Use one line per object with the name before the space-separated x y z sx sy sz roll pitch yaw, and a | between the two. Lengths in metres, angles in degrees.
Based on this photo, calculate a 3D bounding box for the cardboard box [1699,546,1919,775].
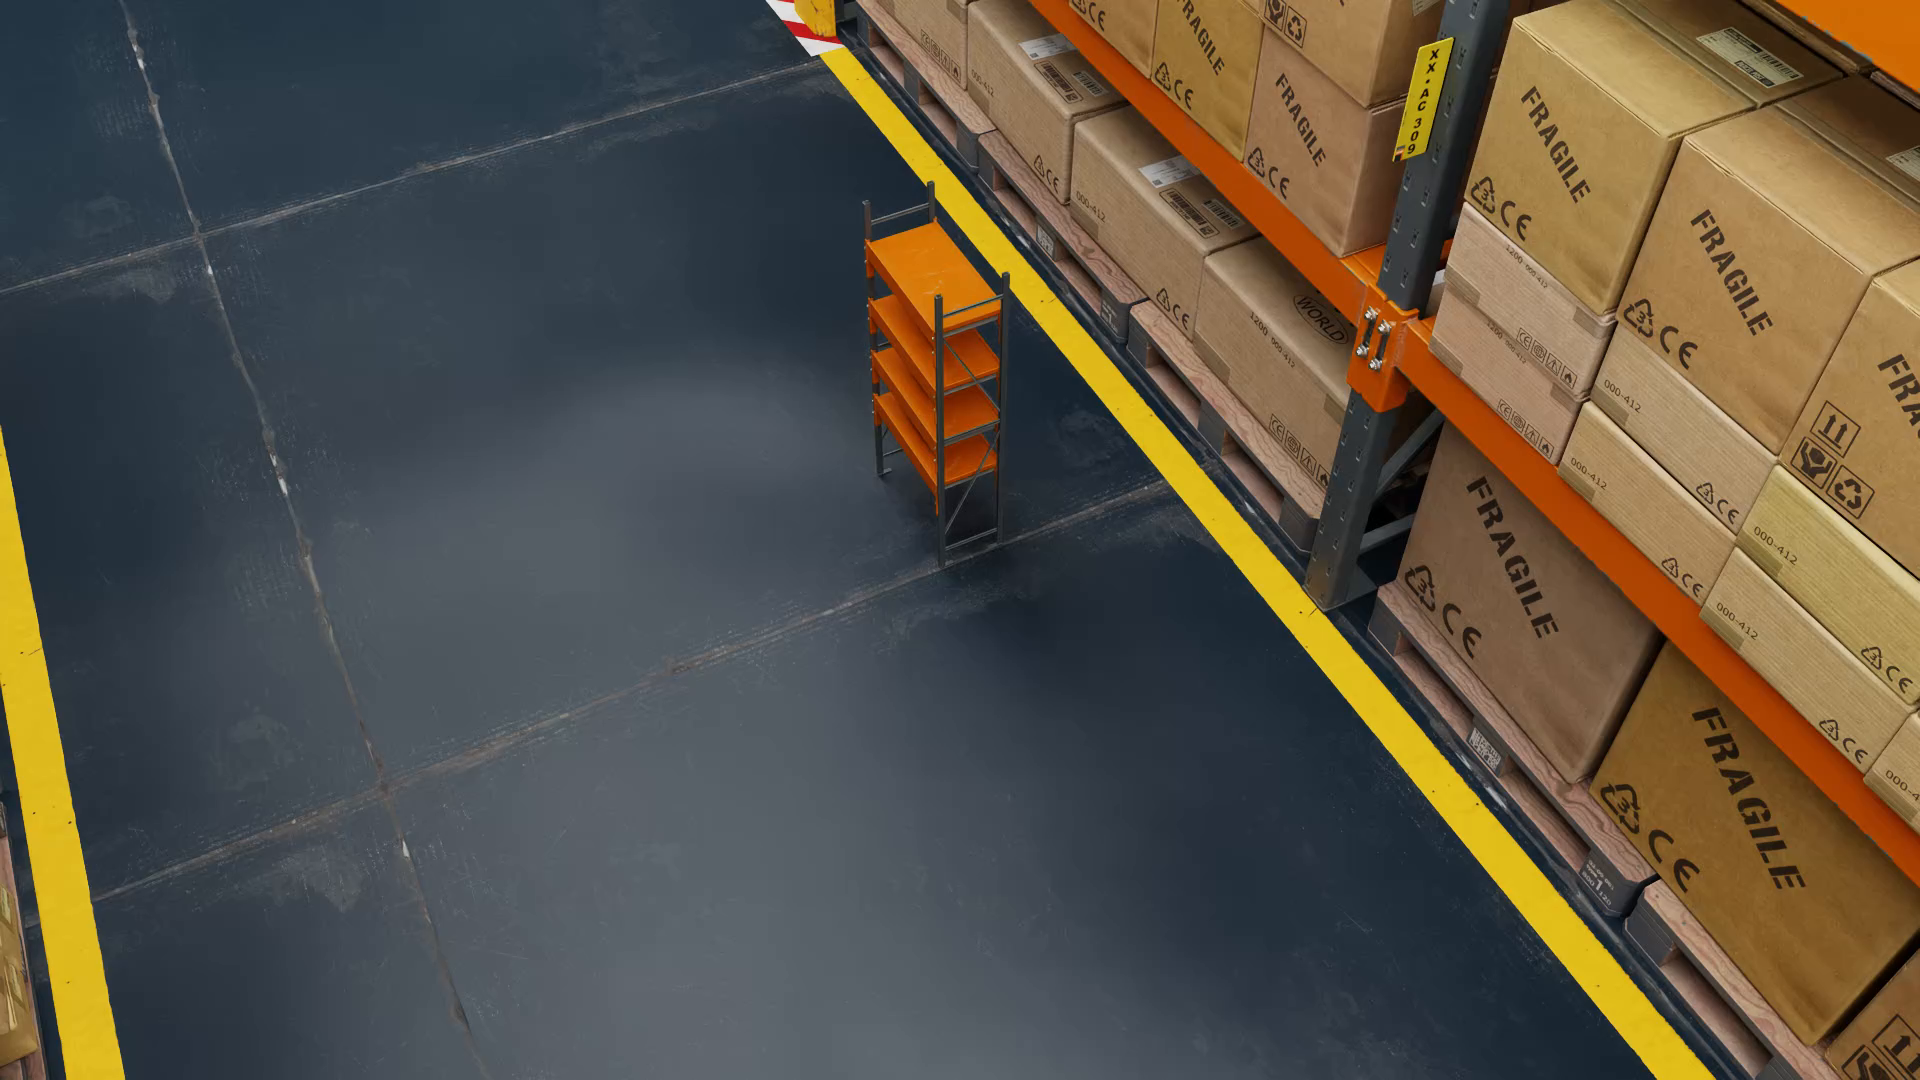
cardboard box | 2.049 0.176 3.703 0.500 0.250 0.500 -22 52 -18

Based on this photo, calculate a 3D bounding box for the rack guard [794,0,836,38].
rack guard | -0.218 -2.824 7.888 1.175 0.500 0.348 -21 52 -18

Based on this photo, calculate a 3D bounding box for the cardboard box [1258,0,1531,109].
cardboard box | 1.162 -1.536 4.370 0.500 0.500 0.500 -22 52 -18

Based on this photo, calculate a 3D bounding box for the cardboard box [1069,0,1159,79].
cardboard box | 0.701 -1.883 5.337 0.500 0.500 0.500 -22 52 -18

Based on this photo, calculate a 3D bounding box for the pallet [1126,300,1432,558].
pallet | 1.345 -0.571 6.110 1.003 0.211 1.213 -21 52 -18

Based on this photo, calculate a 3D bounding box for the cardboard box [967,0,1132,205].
cardboard box | 0.611 -1.909 6.850 0.875 0.438 0.875 -20 52 -17

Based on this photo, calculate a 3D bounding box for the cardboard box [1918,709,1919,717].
cardboard box | 2.278 0.347 3.221 0.500 0.250 0.500 -23 53 -19

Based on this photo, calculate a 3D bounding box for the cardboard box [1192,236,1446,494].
cardboard box | 1.432 -0.705 5.797 0.875 0.438 0.875 -22 52 -18

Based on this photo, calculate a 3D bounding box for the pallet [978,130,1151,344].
pallet | 0.783 -1.389 6.825 1.003 0.211 1.213 -21 52 -18

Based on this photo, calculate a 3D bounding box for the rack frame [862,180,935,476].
rack frame | -0.187 -0.669 5.538 0.240 1.200 0.015 -21 52 -18

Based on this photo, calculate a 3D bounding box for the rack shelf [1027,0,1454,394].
rack shelf | 0.709 -2.055 6.033 1.077 0.370 4.000 -21 52 -18

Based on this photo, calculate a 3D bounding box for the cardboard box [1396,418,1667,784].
cardboard box | 1.979 -0.005 4.894 0.875 0.875 0.875 -20 52 -16

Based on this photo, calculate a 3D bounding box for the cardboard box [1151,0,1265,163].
cardboard box | 0.944 -1.551 5.048 0.500 0.500 0.500 -22 52 -18

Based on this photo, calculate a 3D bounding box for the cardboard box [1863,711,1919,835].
cardboard box | 2.270 0.513 3.408 0.500 0.250 0.500 -22 52 -18

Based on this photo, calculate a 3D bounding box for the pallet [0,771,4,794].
pallet | -3.632 0.482 5.188 1.003 0.211 1.213 -21 52 -18

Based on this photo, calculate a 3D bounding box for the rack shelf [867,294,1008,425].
rack shelf | -0.076 -0.609 5.278 0.258 0.148 0.480 -21 52 -18

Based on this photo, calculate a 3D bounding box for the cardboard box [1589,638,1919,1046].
cardboard box | 2.399 0.597 4.368 0.875 0.875 0.875 -20 52 -16

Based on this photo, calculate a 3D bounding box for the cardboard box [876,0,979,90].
cardboard box | 0.184 -2.518 7.383 0.875 0.438 0.875 -23 53 -19

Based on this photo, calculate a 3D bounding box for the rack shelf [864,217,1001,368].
rack shelf | -0.076 -0.764 5.099 0.258 0.148 0.480 -21 52 -18

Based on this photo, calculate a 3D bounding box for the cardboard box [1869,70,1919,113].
cardboard box | 2.295 -0.759 3.691 0.500 0.500 0.500 -20 52 -17

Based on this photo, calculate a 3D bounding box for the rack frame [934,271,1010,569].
rack frame | 0.036 -0.342 5.252 0.240 1.200 0.015 -21 52 -18

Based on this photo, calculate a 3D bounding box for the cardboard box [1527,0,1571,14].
cardboard box | 1.621 -1.718 4.529 0.500 0.500 0.500 -21 52 -17

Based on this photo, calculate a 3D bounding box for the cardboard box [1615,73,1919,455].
cardboard box | 1.827 -0.591 3.544 0.500 0.500 0.500 -21 52 -18

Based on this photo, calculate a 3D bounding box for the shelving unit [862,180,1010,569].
shelving unit | -0.076 -0.506 5.395 0.258 1.200 0.503 -21 52 -18

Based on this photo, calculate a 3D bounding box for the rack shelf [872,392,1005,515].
rack shelf | -0.076 -0.331 5.595 0.258 0.148 0.480 -21 52 -18

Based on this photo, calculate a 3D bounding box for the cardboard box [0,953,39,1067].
cardboard box | -2.612 1.265 4.266 0.380 0.149 0.250 -23 53 -19

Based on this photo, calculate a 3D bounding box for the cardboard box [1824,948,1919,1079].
cardboard box | 2.808 1.196 3.844 0.875 0.875 0.875 -21 52 -17

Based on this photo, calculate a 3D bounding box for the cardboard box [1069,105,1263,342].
cardboard box | 1.022 -1.304 6.321 0.875 0.438 0.875 -23 53 -19

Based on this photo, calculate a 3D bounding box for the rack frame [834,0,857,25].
rack frame | -0.207 -3.631 6.933 1.000 3.000 0.127 -21 52 -18

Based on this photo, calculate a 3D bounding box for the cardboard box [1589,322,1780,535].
cardboard box | 1.838 -0.338 3.820 0.500 0.250 0.500 -20 52 -17

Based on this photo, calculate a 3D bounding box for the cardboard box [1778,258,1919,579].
cardboard box | 2.054 -0.255 3.249 0.500 0.500 0.500 -22 52 -18

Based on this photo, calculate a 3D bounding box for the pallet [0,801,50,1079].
pallet | -3.070 1.300 4.473 1.003 0.211 1.213 -21 52 -18

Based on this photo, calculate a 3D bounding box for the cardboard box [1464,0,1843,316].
cardboard box | 1.570 -0.922 3.833 0.500 0.500 0.500 -21 52 -17

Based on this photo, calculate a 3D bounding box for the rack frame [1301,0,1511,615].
rack frame | 1.624 -0.954 4.591 1.000 3.000 0.127 -21 52 -18

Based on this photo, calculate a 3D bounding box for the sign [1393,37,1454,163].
sign | 1.131 -1.072 4.067 0.100 0.325 0.005 -21 52 -18

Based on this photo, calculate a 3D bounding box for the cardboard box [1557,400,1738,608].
cardboard box | 1.829 -0.173 4.008 0.500 0.250 0.500 -22 52 -18

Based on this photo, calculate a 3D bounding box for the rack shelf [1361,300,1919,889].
rack shelf | 2.539 0.622 3.691 1.077 0.370 4.000 -21 52 -18

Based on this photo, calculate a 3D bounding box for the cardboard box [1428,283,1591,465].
cardboard box | 1.590 -0.519 4.311 0.500 0.250 0.500 -22 52 -18

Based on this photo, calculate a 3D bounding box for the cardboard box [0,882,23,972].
cardboard box | -2.734 1.087 4.422 0.380 0.149 0.250 -20 52 -16

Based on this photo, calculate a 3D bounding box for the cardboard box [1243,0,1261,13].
cardboard box | 0.937 -1.879 4.670 0.500 0.500 0.500 -22 52 -18

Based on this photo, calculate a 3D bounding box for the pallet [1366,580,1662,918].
pallet | 2.044 0.455 5.212 1.003 0.211 1.213 -21 52 -18

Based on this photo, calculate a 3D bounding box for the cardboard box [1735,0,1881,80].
cardboard box | 2.052 -1.103 3.991 0.500 0.500 0.500 -20 52 -16

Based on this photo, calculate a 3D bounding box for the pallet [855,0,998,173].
pallet | 0.229 -2.204 7.538 1.003 0.211 1.213 -21 52 -18

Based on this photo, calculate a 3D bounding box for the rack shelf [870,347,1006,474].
rack shelf | -0.076 -0.462 5.446 0.258 0.148 0.480 -21 52 -18

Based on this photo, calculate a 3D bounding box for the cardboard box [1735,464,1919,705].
cardboard box | 2.045 0.009 3.517 0.500 0.250 0.500 -21 52 -17

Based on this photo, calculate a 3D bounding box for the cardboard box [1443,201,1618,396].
cardboard box | 1.574 -0.677 4.117 0.500 0.250 0.500 -23 53 -19

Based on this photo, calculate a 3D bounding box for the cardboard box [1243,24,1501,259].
cardboard box | 1.184 -1.209 4.748 0.500 0.500 0.500 -21 52 -17

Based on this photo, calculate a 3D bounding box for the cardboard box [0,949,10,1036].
cardboard box | -2.613 1.169 4.152 0.380 0.149 0.250 -19 51 -16

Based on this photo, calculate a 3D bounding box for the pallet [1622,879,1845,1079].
pallet | 2.606 1.273 4.497 1.003 0.211 1.213 -21 52 -18
